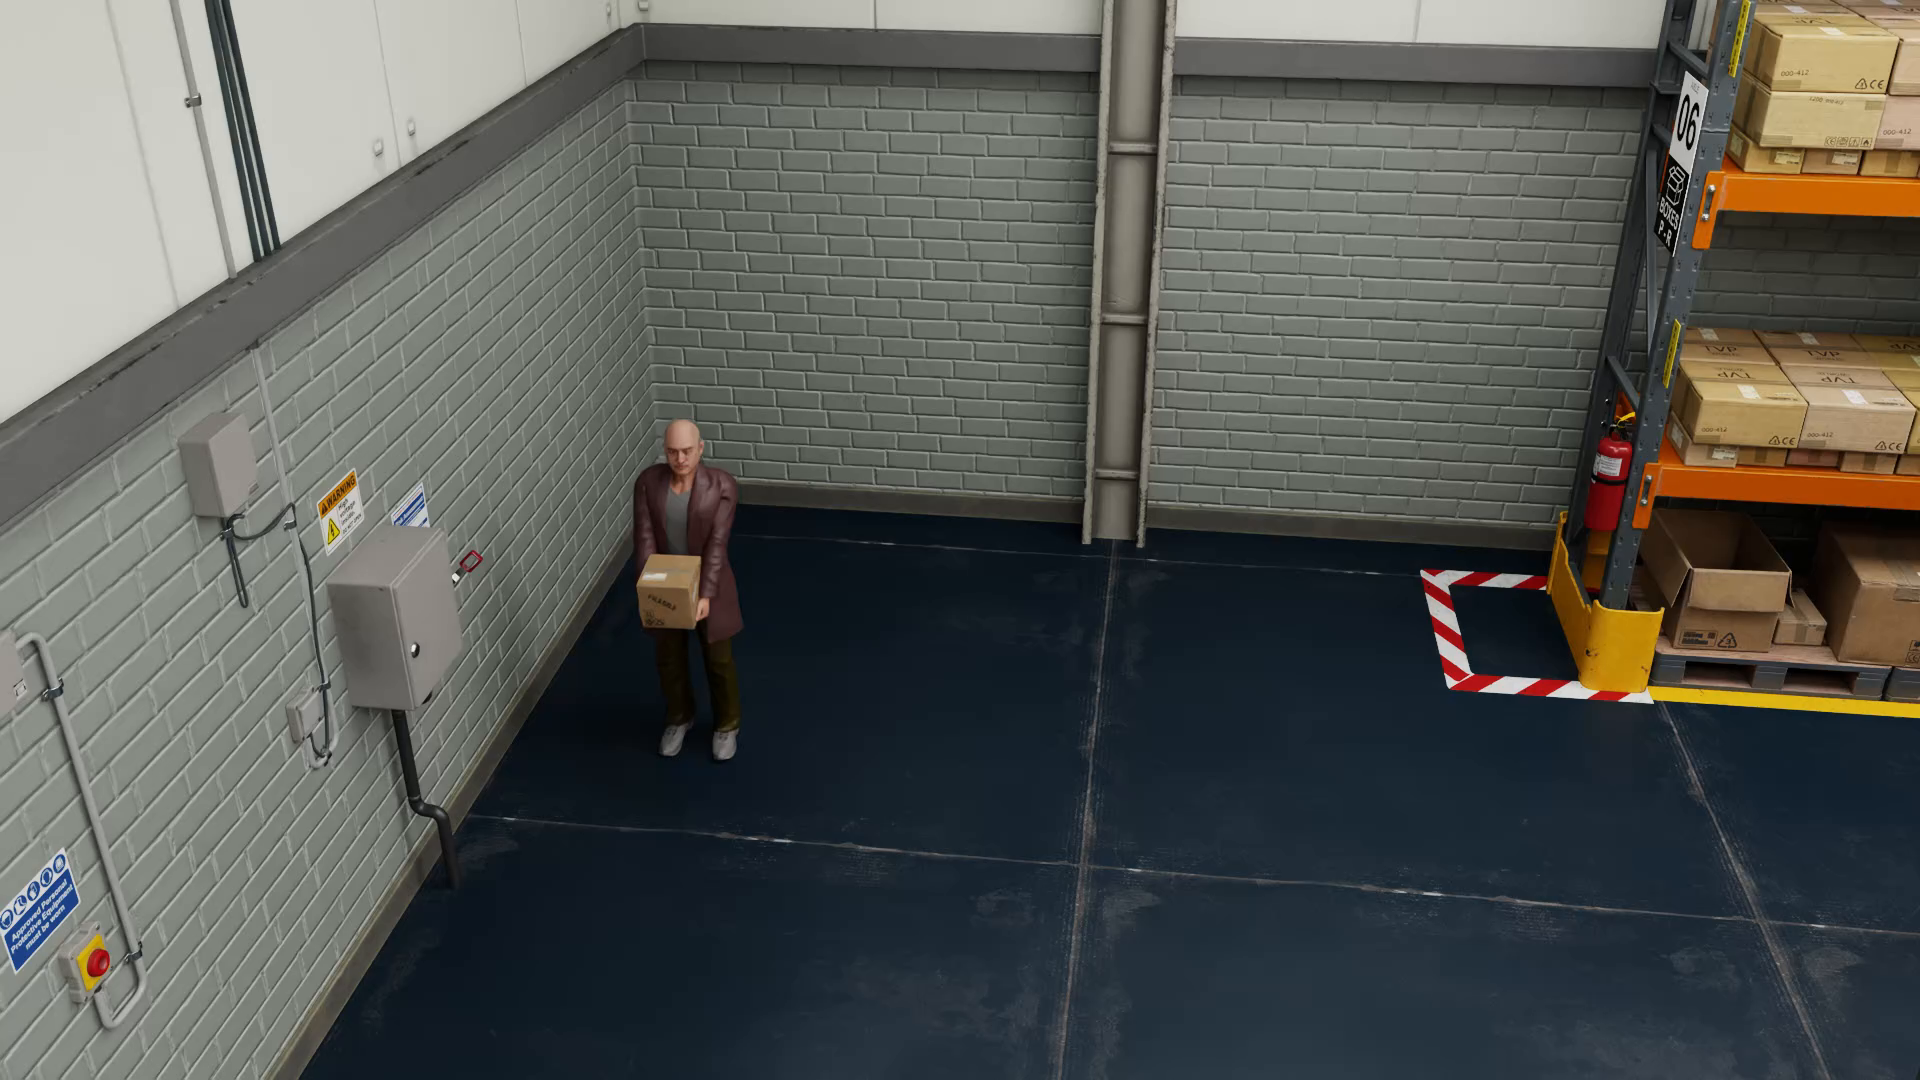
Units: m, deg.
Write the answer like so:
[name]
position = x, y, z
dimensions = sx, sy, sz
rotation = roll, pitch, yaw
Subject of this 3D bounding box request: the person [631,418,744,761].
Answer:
[person]
position = -1.336, 0.288, 8.100
dimensions = 0.525, 1.779, 0.546
rotation = 3, 28, 6
